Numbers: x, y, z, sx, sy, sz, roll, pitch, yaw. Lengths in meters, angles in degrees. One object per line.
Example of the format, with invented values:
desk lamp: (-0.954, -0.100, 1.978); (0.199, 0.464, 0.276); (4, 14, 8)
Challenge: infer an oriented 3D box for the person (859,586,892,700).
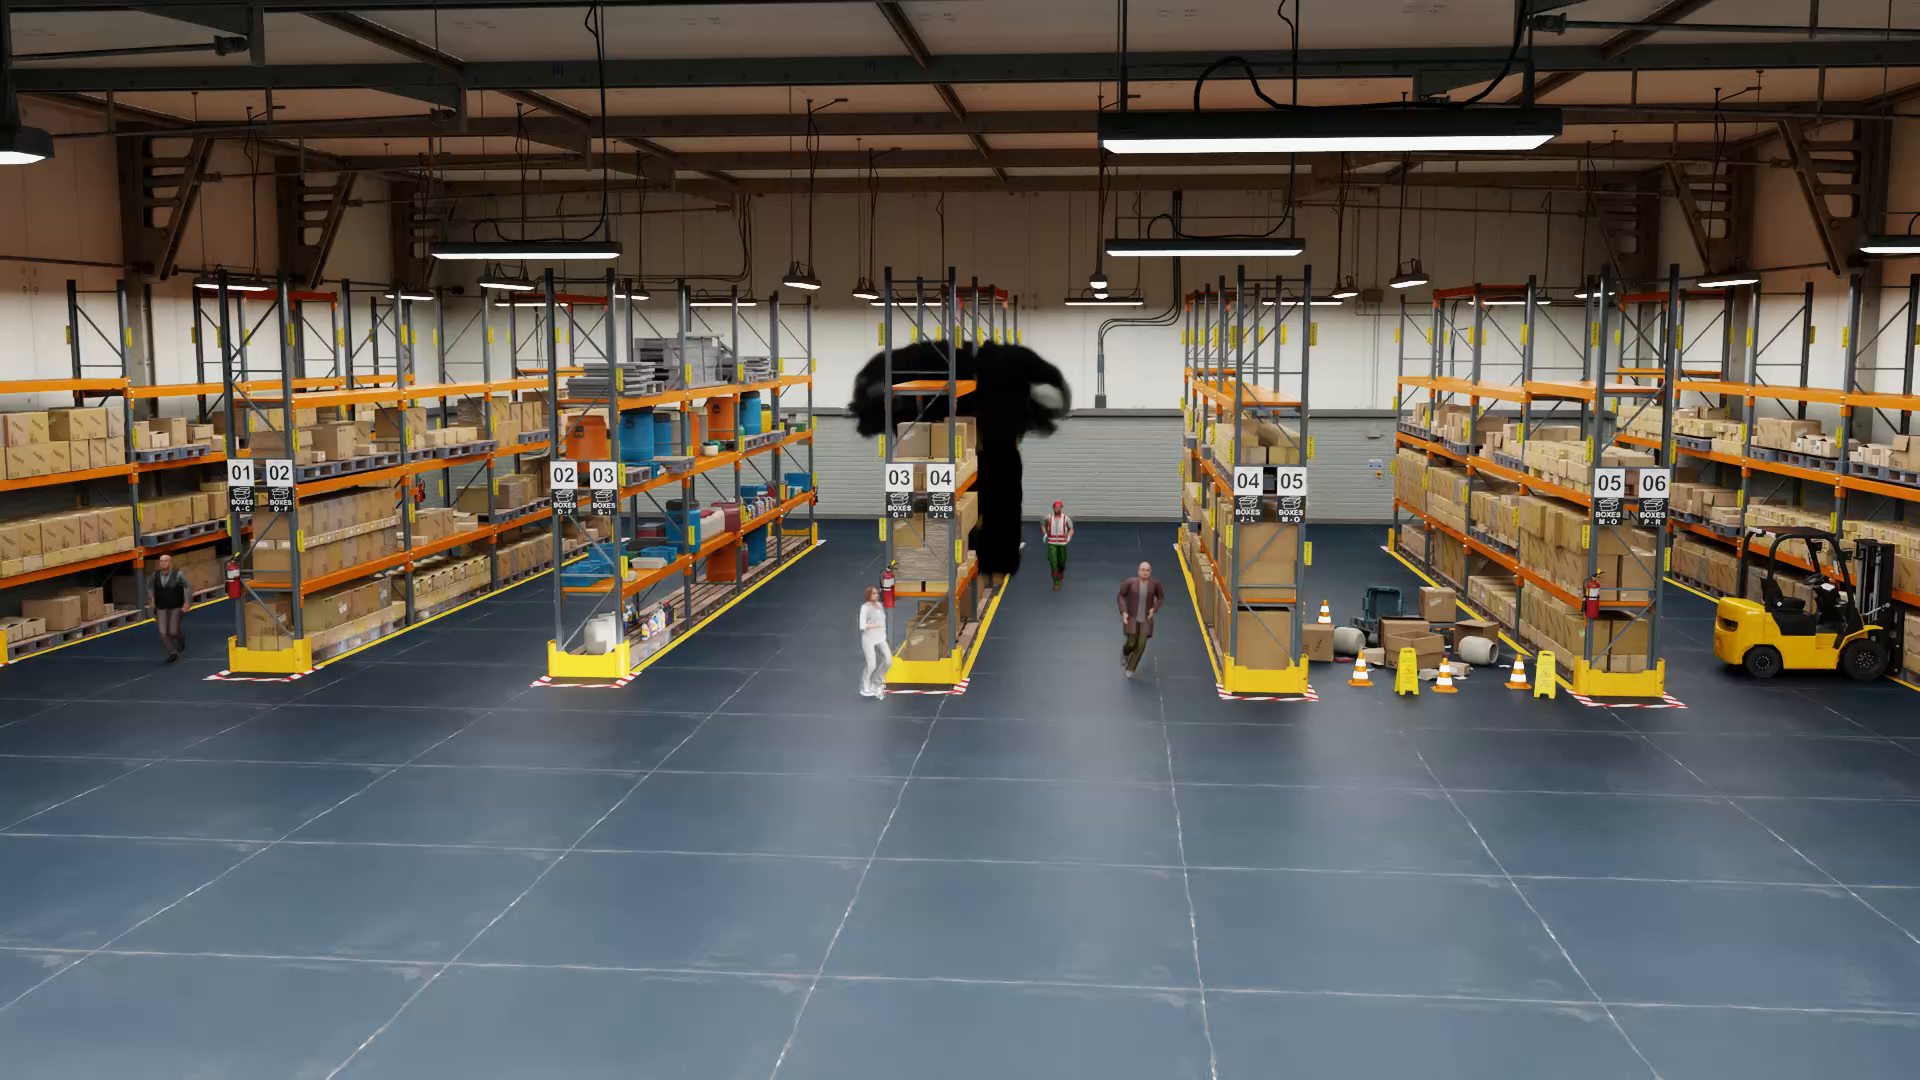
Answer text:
person: (-1.166, 1.428, 23.000); (0.515, 1.599, 0.620); (-6, 9, -40)

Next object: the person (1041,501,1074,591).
person: (1.946, 0.090, 33.357); (0.655, 1.774, 0.845); (1, 7, 6)

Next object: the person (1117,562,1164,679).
person: (2.685, 1.218, 24.721); (0.699, 1.625, 0.649); (-1, 7, -4)

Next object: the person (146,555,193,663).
person: (-12.267, 1.059, 25.801); (0.662, 1.677, 0.602); (-1, 7, -9)
